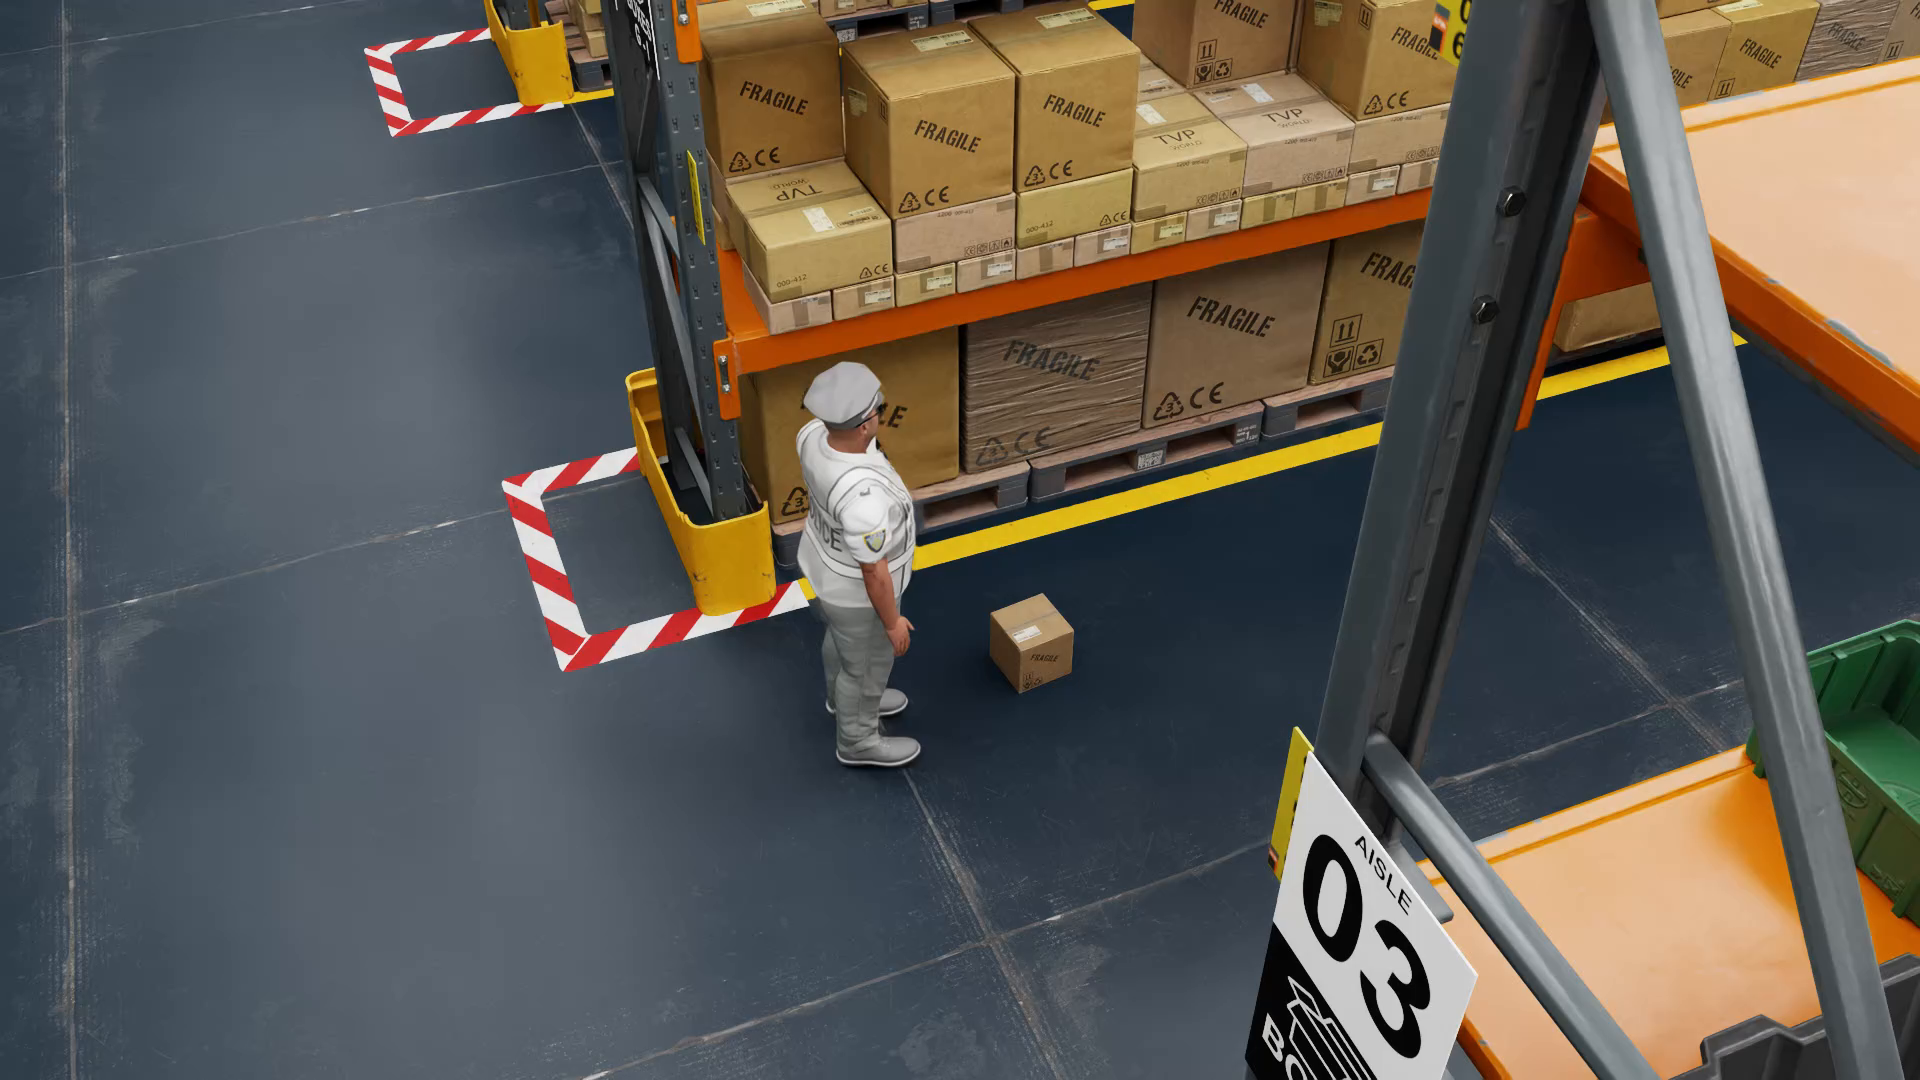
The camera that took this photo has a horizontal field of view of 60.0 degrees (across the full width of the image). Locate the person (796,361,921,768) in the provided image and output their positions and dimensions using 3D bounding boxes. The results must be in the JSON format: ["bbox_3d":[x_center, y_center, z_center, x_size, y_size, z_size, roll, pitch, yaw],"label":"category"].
[{"bbox_3d":[-0.352,0.125,5.972,0.411,1.775,0.583,-16,44,-17],"label":"person"}]
